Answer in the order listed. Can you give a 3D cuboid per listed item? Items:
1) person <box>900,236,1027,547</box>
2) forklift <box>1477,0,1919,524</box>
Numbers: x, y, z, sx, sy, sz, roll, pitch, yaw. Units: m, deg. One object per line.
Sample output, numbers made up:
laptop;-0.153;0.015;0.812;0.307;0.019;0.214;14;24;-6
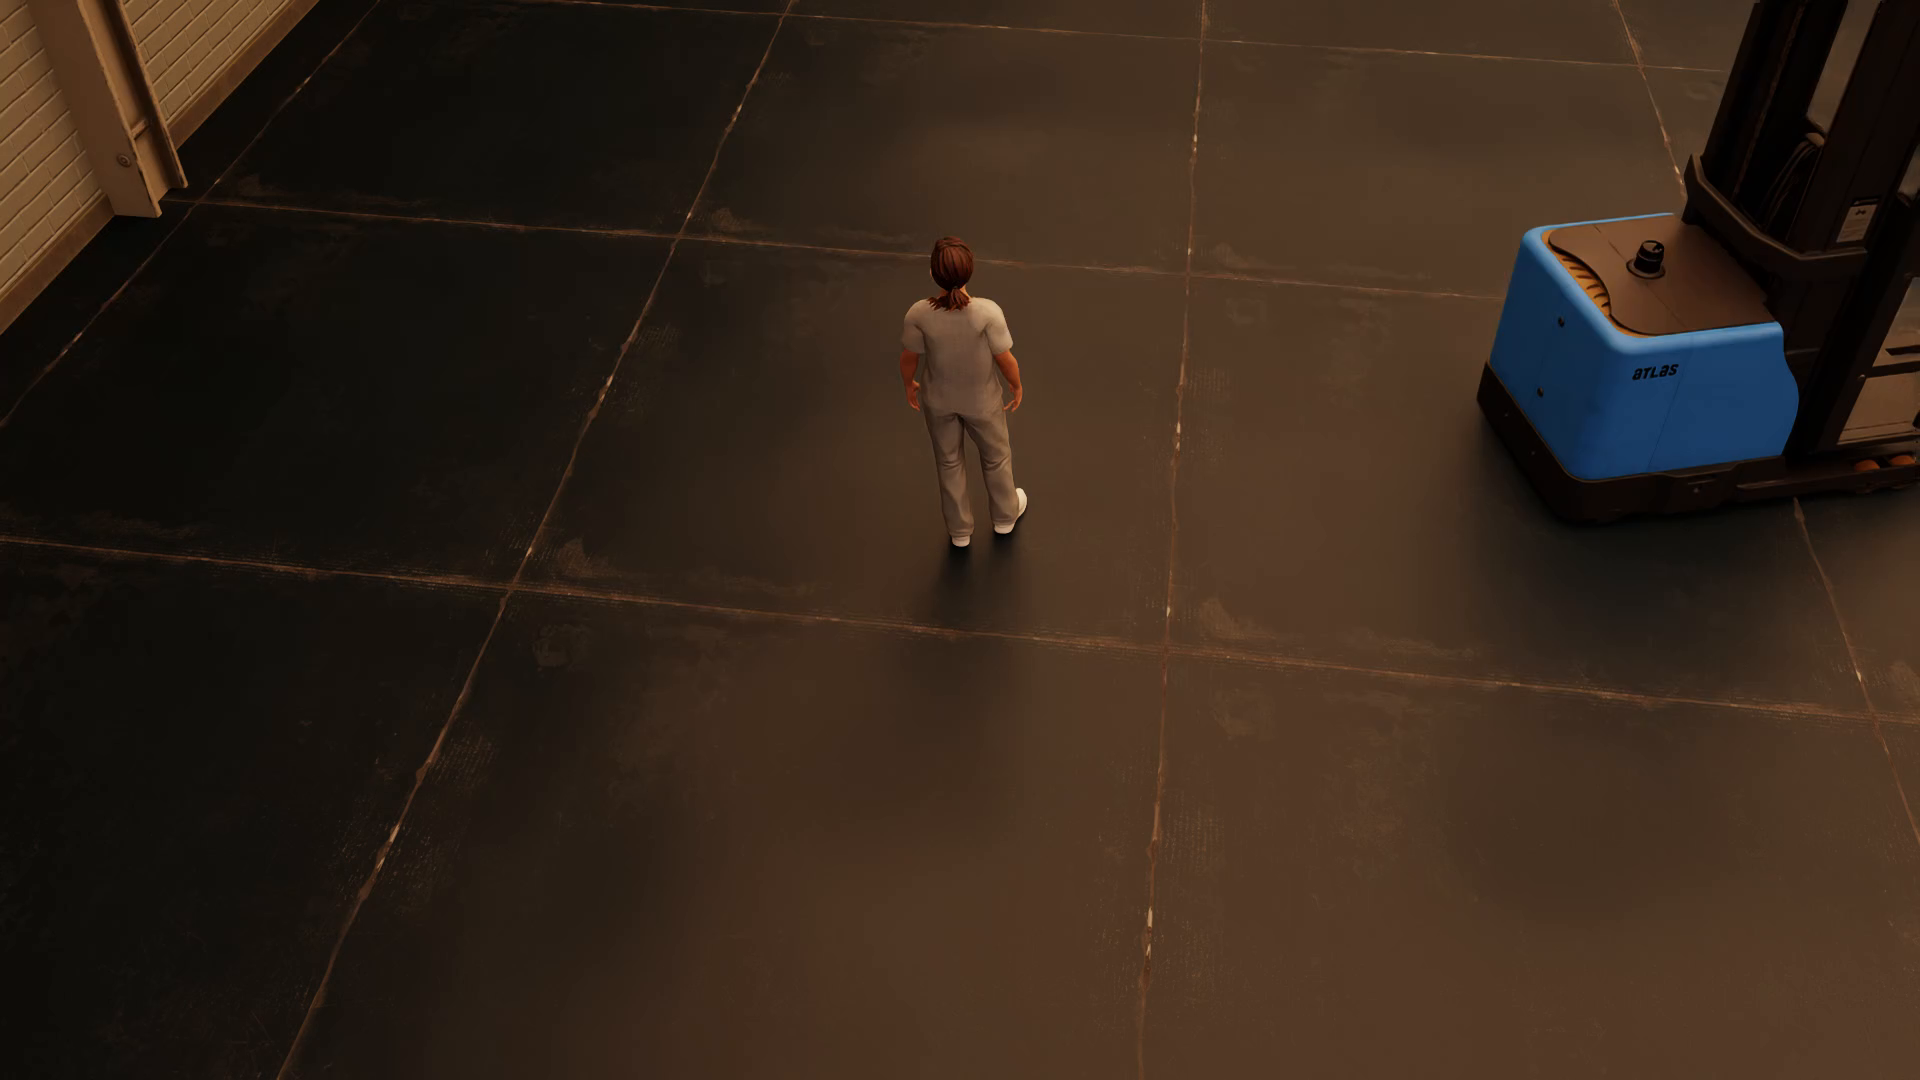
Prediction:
person;0.024;-0.671;7.372;0.549;1.672;0.548;5;43;6
forklift;4.232;-1.651;7.522;3.031;2.935;1.130;-8;43;-8
